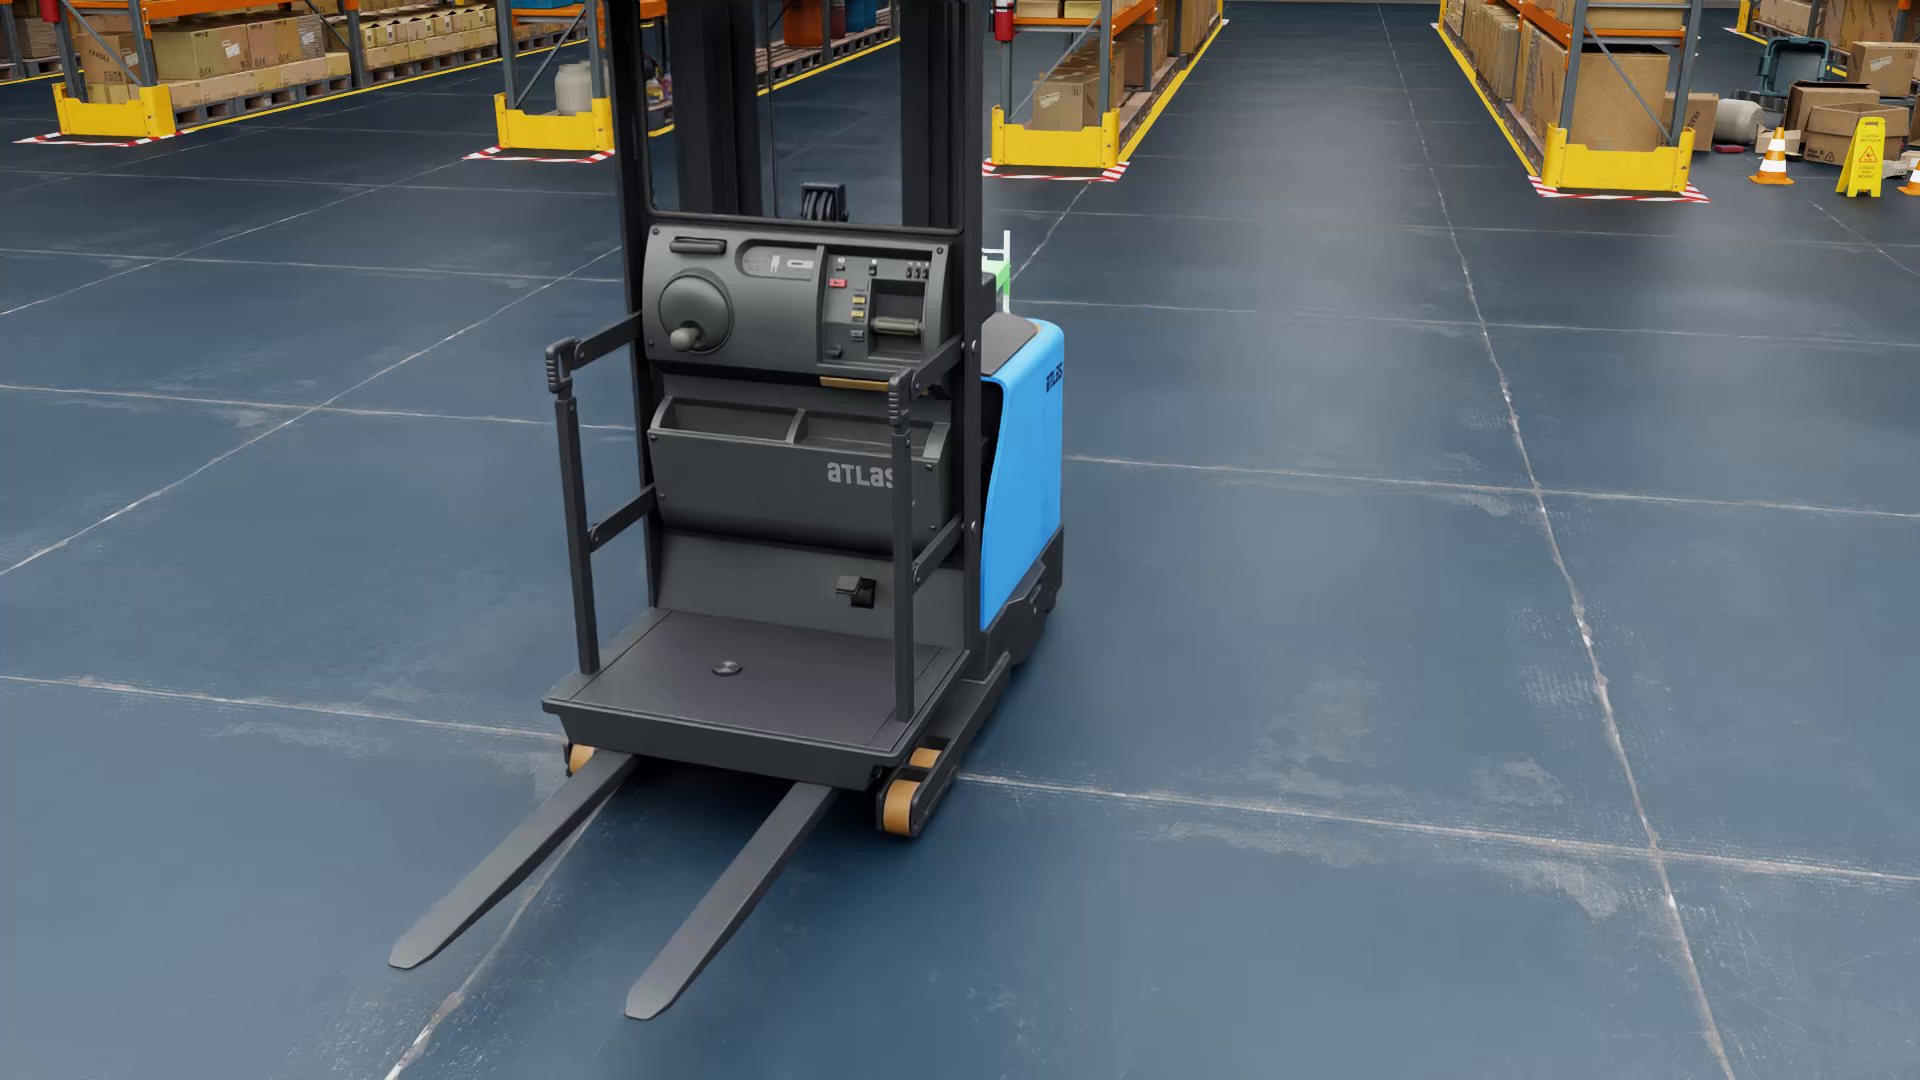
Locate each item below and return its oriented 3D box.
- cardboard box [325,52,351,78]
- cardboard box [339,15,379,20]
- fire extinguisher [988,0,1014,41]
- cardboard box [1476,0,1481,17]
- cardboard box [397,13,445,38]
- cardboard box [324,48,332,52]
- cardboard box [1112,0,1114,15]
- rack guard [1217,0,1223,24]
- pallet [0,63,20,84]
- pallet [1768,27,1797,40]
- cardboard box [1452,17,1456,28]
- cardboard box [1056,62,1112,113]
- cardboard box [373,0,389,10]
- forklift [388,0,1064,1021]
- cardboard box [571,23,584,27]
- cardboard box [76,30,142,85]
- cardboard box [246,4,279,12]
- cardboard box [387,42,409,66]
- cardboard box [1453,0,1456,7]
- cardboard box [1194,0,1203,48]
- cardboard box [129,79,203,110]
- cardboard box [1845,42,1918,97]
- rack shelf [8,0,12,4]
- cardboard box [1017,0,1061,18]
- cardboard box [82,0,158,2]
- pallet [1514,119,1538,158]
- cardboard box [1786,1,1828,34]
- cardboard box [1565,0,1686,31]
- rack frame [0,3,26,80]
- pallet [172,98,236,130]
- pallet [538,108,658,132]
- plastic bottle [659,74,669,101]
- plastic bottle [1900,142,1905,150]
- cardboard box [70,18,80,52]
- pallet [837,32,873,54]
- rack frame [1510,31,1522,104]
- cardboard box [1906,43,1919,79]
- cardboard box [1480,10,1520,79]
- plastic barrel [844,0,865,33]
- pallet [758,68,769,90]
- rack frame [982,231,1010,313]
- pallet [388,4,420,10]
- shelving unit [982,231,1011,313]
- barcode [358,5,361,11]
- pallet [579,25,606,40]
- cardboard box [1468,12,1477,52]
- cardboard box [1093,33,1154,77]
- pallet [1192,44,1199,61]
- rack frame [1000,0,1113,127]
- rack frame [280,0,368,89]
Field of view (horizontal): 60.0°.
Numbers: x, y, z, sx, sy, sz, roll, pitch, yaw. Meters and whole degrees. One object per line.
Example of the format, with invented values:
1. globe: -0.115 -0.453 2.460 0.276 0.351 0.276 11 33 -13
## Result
1. cardboard box: -7.886 -5.865 20.519 0.500 0.250 0.500 4 22 11
2. cardboard box: -7.999 -6.854 22.225 0.500 0.311 0.500 4 22 11
3. fire extinguisher: 0.401 -4.870 15.033 0.296 0.674 0.183 4 22 11
4. cardboard box: 7.318 -7.262 22.649 0.500 0.250 0.500 5 22 12
5. cardboard box: -7.365 -7.006 22.601 0.500 0.311 0.500 5 22 12
6. cardboard box: -8.205 -6.225 21.413 0.500 0.250 0.500 4 22 10
7. cardboard box: 1.237 -4.972 15.519 0.380 0.149 0.250 4 22 11
8. rack guard: 4.145 -9.613 30.053 1.175 0.500 0.348 4 22 11
9. pallet: -12.958 -5.966 21.384 1.003 0.211 1.213 4 22 11
10. pallet: 13.504 -7.971 26.364 1.003 0.211 1.213 4 22 11
11. cardboard box: 8.116 -8.306 26.716 0.380 0.149 0.250 4 22 11
12. cardboard box: 1.254 -4.623 17.102 0.500 0.500 0.500 7 23 16
13. cardboard box: -10.865 -9.918 30.249 0.700 0.500 0.500 4 22 10
14. forklift: -0.546 -0.678 4.612 1.130 2.935 3.031 7 23 16
15. cardboard box: -6.405 -8.536 26.790 0.500 0.500 0.500 5 22 12
16. cardboard box: -9.004 -5.155 17.752 0.500 0.500 0.500 4 22 11
17. cardboard box: -11.576 -8.747 26.873 0.750 0.750 0.750 4 22 11
18. cardboard box: -7.575 -6.366 21.764 0.500 0.250 0.500 5 22 12
19. cardboard box: 8.171 -8.667 26.815 0.380 0.149 0.250 4 22 9
20. cardboard box: 2.858 -7.623 24.049 1.225 0.875 0.875 5 22 11
21. cardboard box: -8.495 -4.767 17.794 0.500 0.250 0.500 4 22 11
22. cardboard box: 9.644 -4.936 17.427 0.500 0.500 0.500 4 22 11
23. rack shelf: -12.448 -7.906 23.431 1.077 0.370 4.000 4 22 11
24. cardboard box: 0.731 -4.916 15.380 0.380 0.149 0.250 4 22 11
25. cardboard box: -8.714 -5.885 17.316 0.700 0.500 0.500 4 22 11
26. pallet: 6.048 -3.947 16.371 1.003 0.211 1.213 4 22 11
27. cardboard box: 13.441 -8.101 25.819 0.875 0.438 0.875 4 22 9
28. cardboard box: 5.742 -4.706 14.322 0.875 0.550 0.550 4 22 11
29. rack frame: -12.856 -7.508 21.480 1.000 3.000 0.127 4 22 11
30. pallet: -8.707 -4.658 18.137 1.003 0.211 1.213 4 22 11
31. pallet: -3.833 -4.324 17.308 1.003 0.211 1.213 4 22 11
32. plastic bottle: -3.234 -4.954 18.187 0.061 0.283 0.133 5 22 12
33. plastic bottle: 9.294 -3.928 16.524 0.133 0.061 0.283 8 23 20
34. cardboard box: -12.666 -7.016 23.015 0.700 0.500 0.500 4 22 10
35. pallet: -1.970 -7.658 25.587 1.003 0.211 1.213 4 22 11
36. rack frame: 6.526 -5.960 17.637 1.000 3.000 0.127 4 22 11
37. cardboard box: 12.084 -5.852 20.325 0.950 0.372 0.625 3 22 7
38. cardboard box: 6.955 -6.038 20.281 1.050 0.750 0.750 5 22 12
39. plastic barrel: -1.797 -8.443 26.049 0.600 0.901 0.708 4 22 11
40. pallet: -3.035 -5.749 20.846 1.003 0.211 1.213 4 22 11
41. rack frame: 0.084 -0.706 7.001 0.240 1.200 0.015 4 22 11
42. pallet: -10.745 -9.860 31.053 1.003 0.211 1.213 4 22 11
43. shelving unit: 0.034 -0.617 6.780 0.258 1.200 0.503 4 22 11
44. barcode: -7.546 -6.683 20.904 0.001 0.075 0.075 4 22 11
45. pallet: -6.502 -8.463 27.586 1.003 0.211 1.213 4 22 11
46. cardboard box: 7.423 -7.103 23.259 0.500 0.500 0.500 3 22 9
47. cardboard box: 1.954 -5.815 20.035 0.700 0.500 0.500 4 22 11
48. pallet: 2.993 -7.272 24.627 1.003 0.211 1.213 4 22 11
49. rack frame: 0.875 -4.912 15.035 1.000 3.000 0.127 4 22 11
50. rack frame: -8.006 -7.132 20.546 1.000 3.000 0.127 4 22 11
